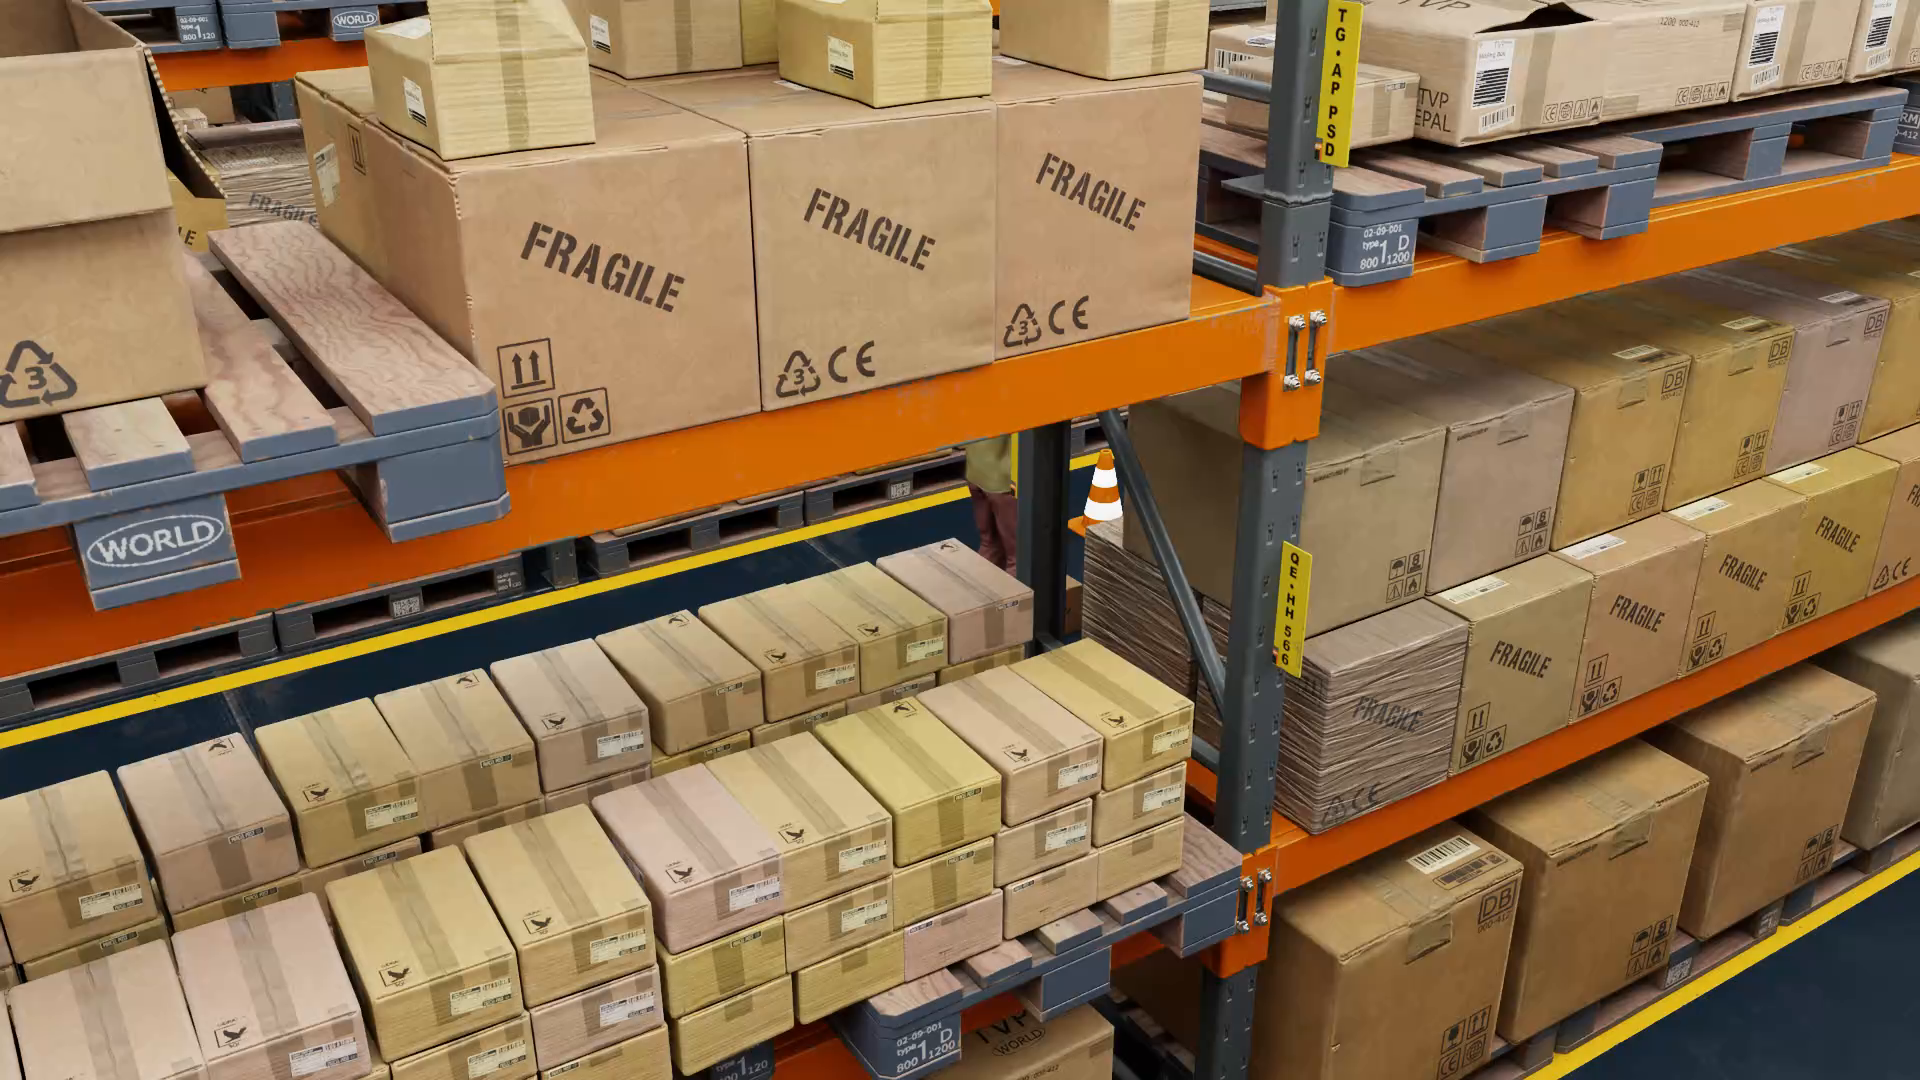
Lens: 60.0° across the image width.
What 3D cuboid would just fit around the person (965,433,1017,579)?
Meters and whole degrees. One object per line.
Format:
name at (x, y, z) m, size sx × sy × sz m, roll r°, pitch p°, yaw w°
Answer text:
person at (0.219, -0.270, 7.684) m, size 0.360 × 1.672 × 0.498 m, roll -15°, pitch 29°, yaw -29°
